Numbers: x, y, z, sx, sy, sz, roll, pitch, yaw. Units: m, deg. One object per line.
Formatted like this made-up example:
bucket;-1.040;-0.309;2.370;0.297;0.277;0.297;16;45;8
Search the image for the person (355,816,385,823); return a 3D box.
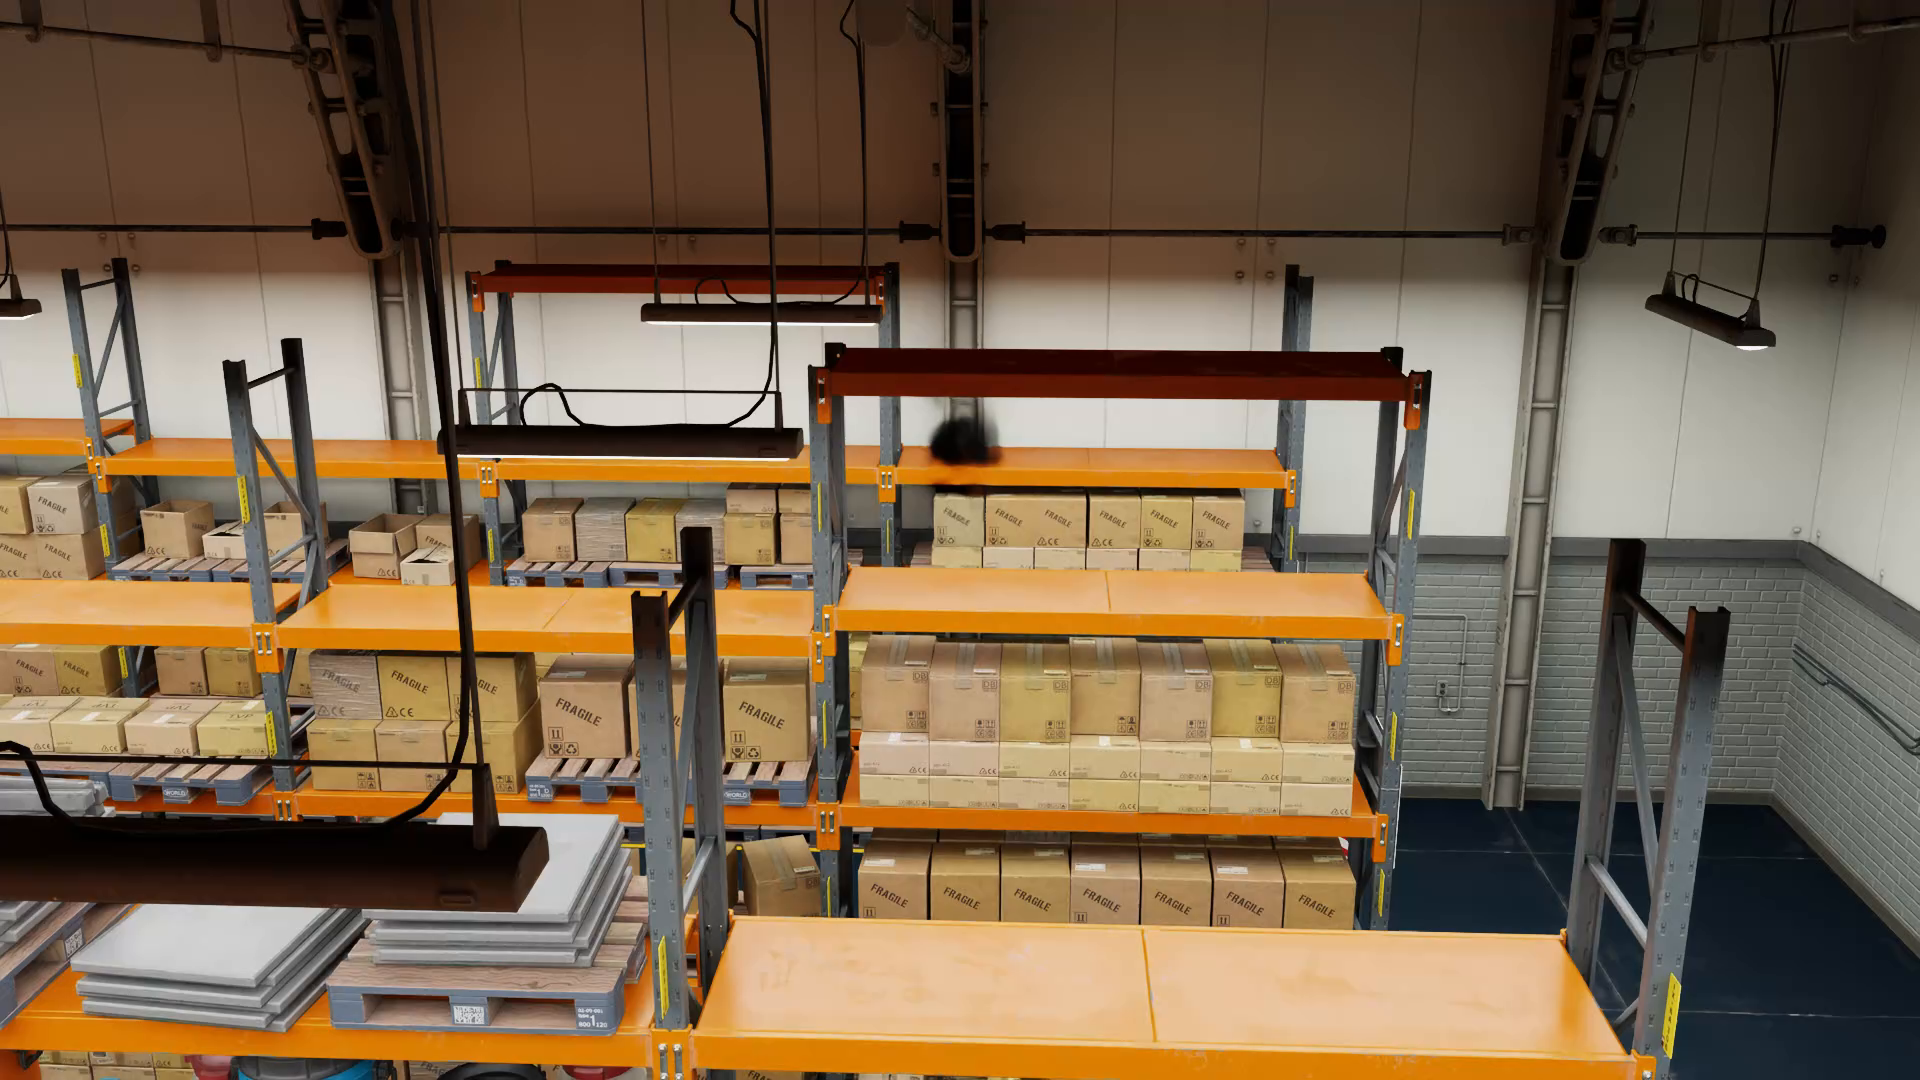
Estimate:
person;-5.544;2.906;15.432;0.578;1.741;0.644;-2;16;-7
